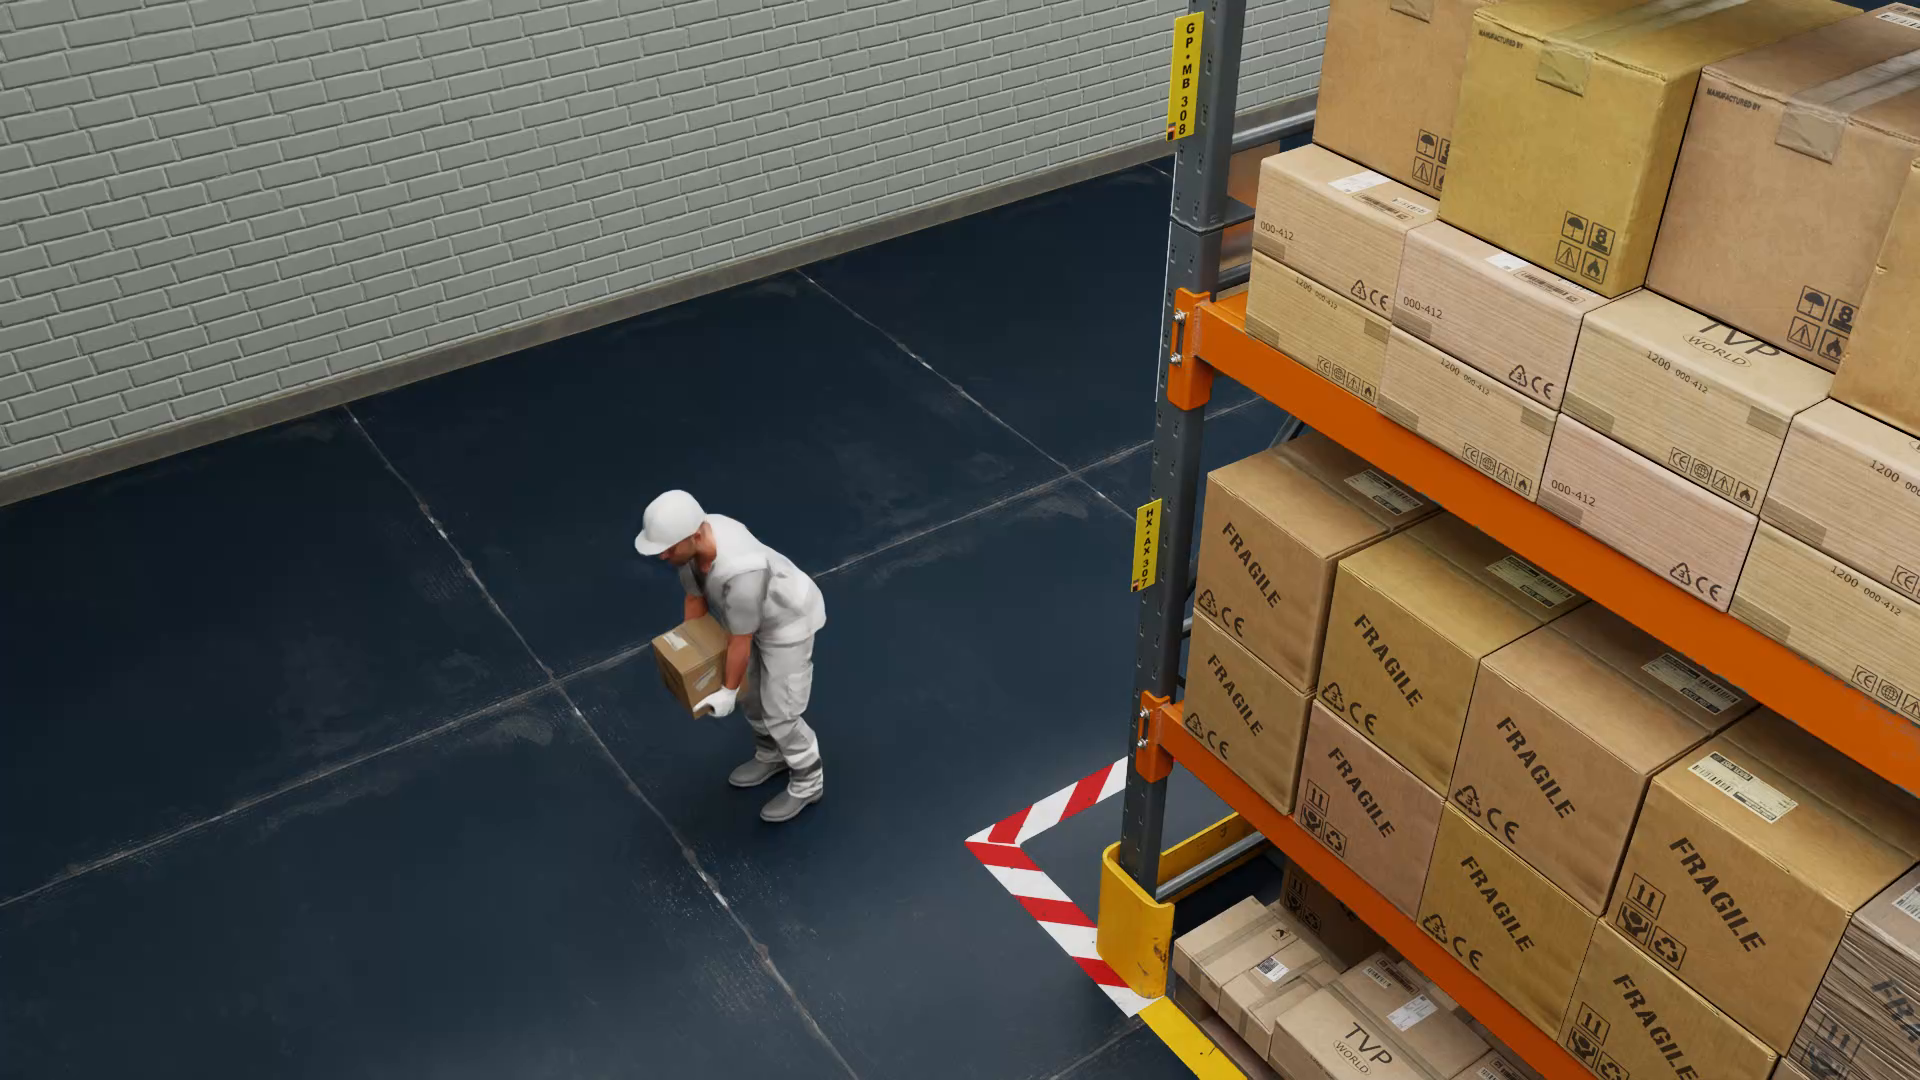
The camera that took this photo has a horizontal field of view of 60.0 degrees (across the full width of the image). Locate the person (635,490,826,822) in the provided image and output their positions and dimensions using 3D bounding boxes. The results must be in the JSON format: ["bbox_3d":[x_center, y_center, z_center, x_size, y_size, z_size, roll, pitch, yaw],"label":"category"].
[{"bbox_3d":[-0.872,0.436,6.496,0.715,1.655,0.483,-23,42,-29],"label":"person"}]
